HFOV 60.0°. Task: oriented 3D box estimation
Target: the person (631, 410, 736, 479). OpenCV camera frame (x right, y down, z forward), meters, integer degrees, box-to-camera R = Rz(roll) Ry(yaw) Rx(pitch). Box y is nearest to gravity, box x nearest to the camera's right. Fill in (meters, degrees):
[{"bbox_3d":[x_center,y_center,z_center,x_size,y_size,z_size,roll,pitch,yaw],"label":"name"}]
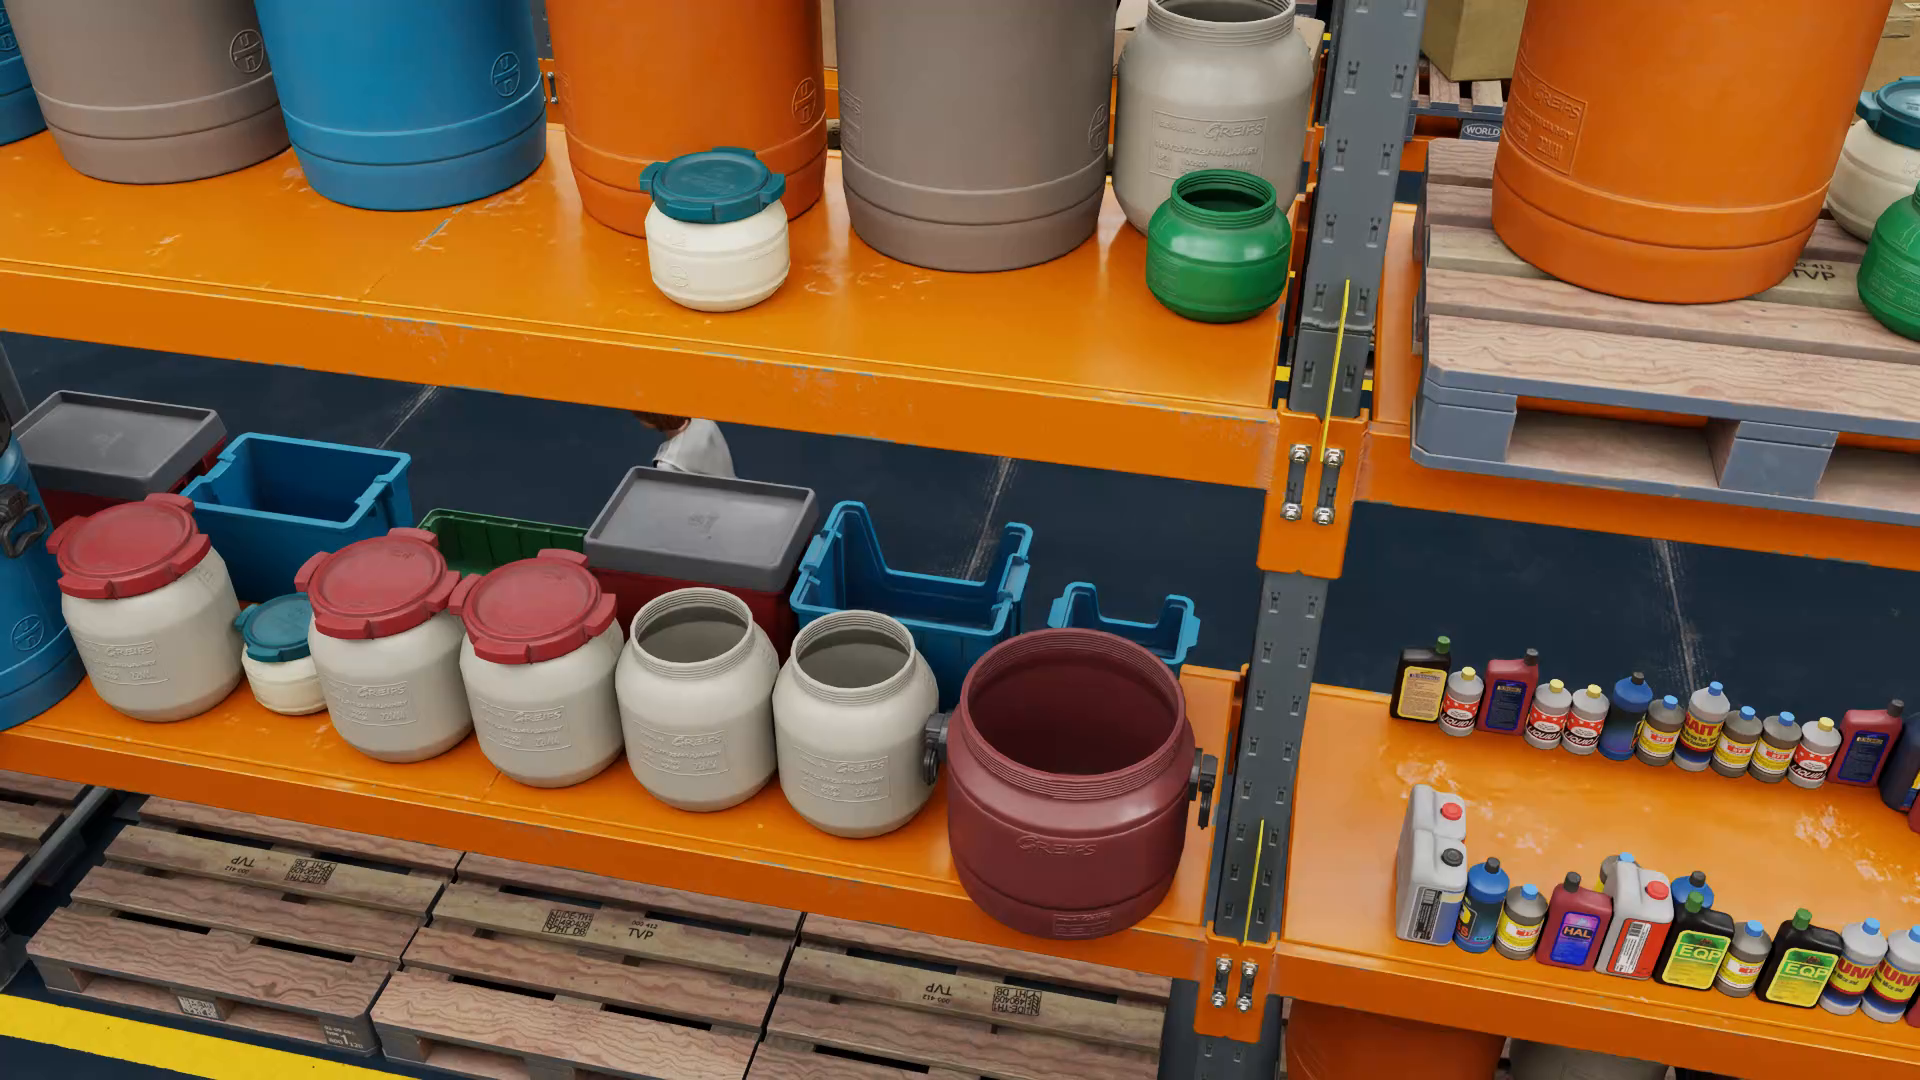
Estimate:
[{"bbox_3d":[-0.953,0.063,6.084,0.342,1.582,0.485,6,37,7],"label":"person"}]
